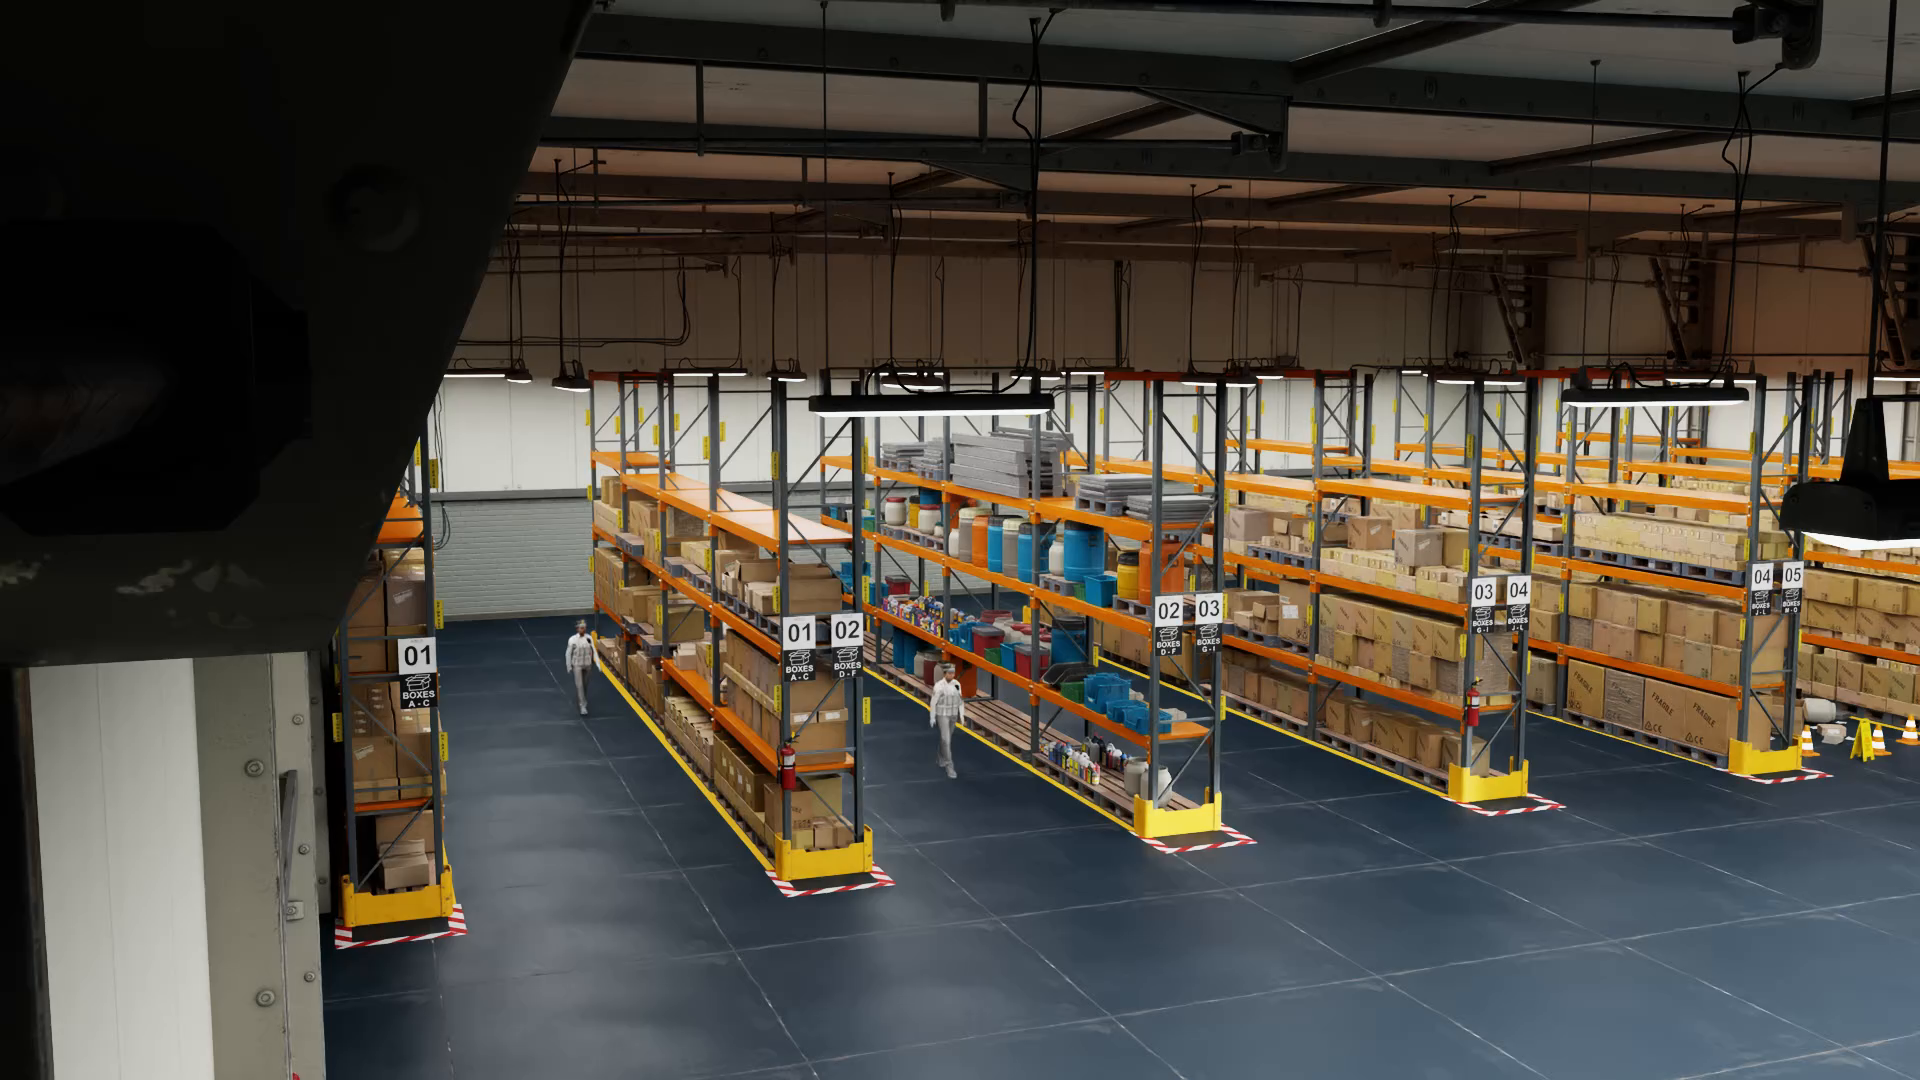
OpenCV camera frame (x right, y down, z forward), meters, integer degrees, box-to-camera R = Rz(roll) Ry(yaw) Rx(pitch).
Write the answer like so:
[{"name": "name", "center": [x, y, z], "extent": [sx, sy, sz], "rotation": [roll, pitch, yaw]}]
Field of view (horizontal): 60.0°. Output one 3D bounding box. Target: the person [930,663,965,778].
[{"name": "person", "center": [-0.154, 2.688, 25.241], "extent": [0.506, 1.658, 0.822], "rotation": [-5, 8, -37]}]

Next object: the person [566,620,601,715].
[{"name": "person", "center": [-6.693, 2.209, 29.515], "extent": [0.577, 1.624, 1.023], "rotation": [-3, 7, -23]}]

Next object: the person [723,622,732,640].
[{"name": "person", "center": [-4.321, 1.859, 32.213], "extent": [0.586, 1.710, 1.142], "rotation": [-2, 7, -17]}]
